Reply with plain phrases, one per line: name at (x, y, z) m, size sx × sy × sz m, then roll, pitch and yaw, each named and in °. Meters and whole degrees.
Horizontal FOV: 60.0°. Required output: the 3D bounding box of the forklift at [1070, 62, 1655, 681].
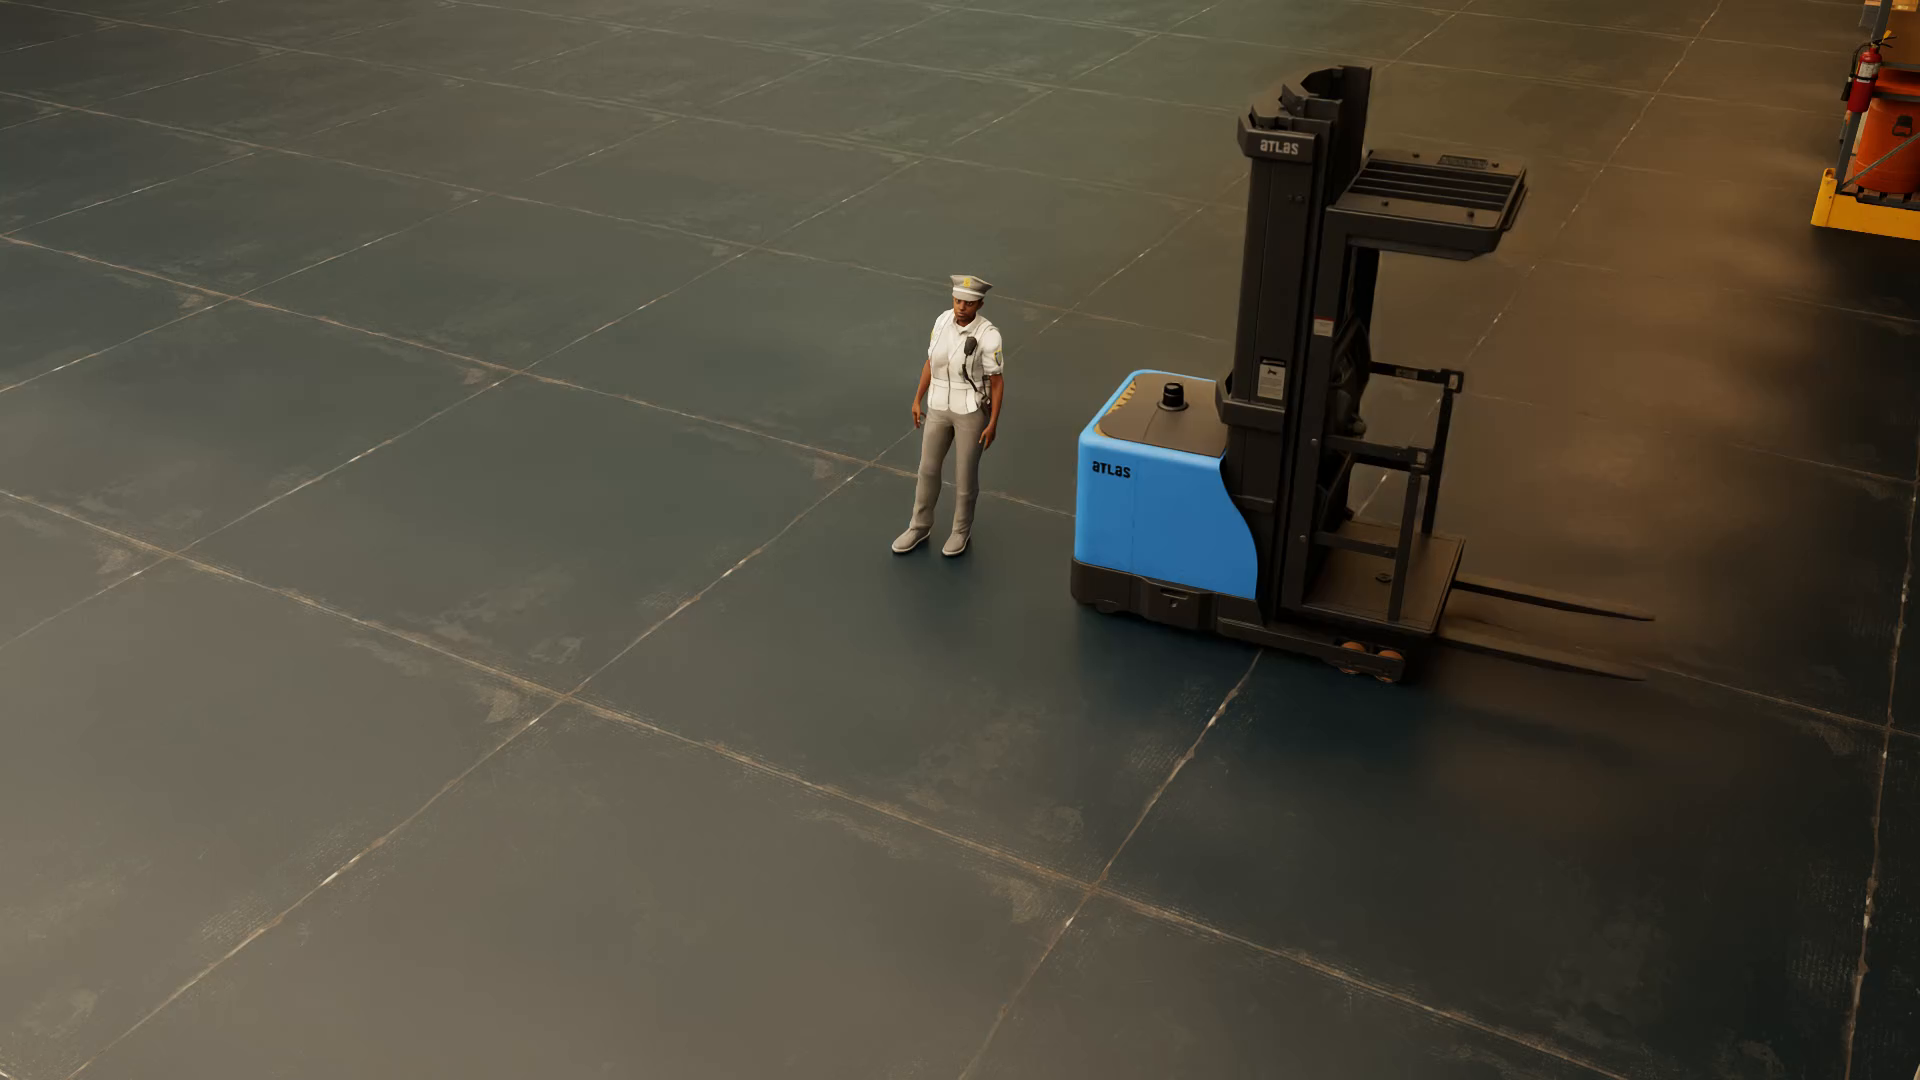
forklift at (2.184, -0.826, 8.502) m, size 3.031 × 2.935 × 1.130 m, roll 12°, pitch 32°, yaw 20°

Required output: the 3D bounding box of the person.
person at (-0.054, -0.712, 9.527) m, size 0.569 × 1.694 × 0.529 m, roll 15°, pitch 33°, yaw 25°
